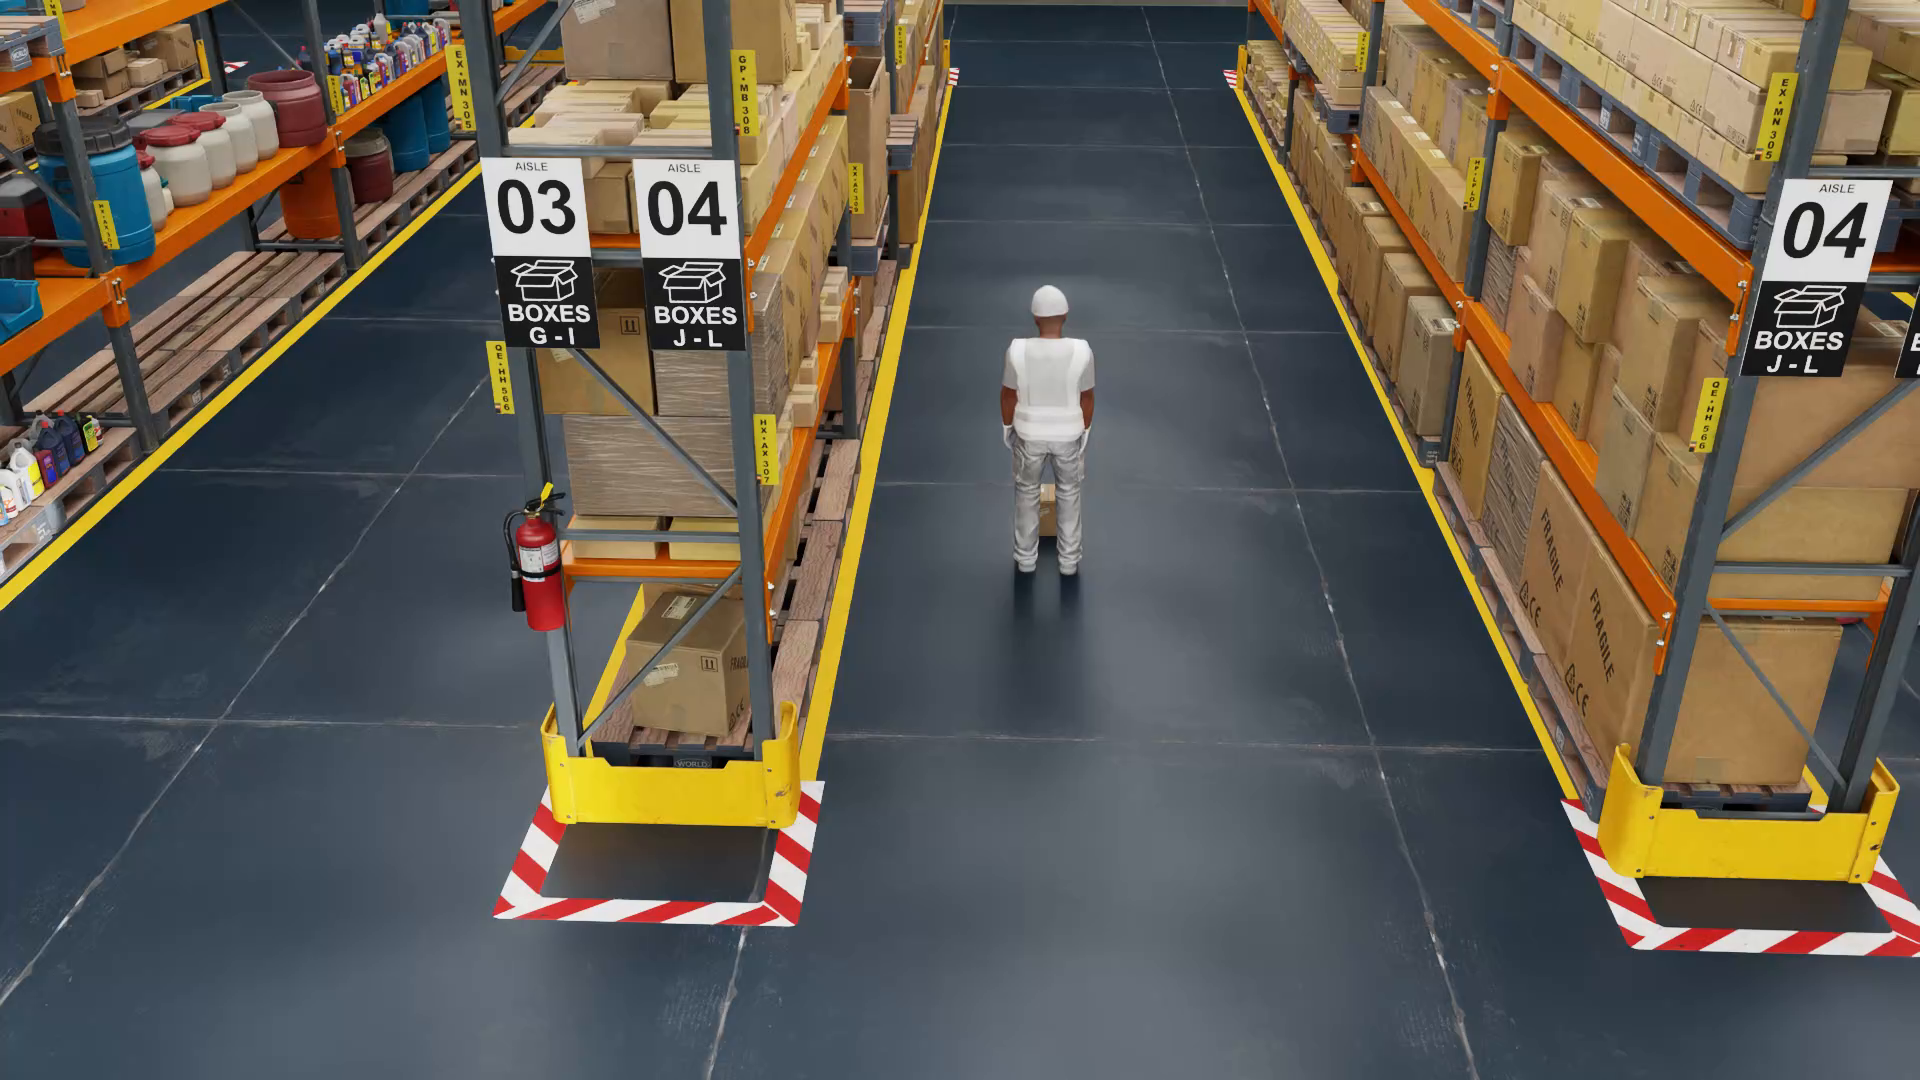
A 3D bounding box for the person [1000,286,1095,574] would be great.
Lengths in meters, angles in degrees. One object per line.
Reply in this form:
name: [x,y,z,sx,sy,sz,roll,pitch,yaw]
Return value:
person: [0.511,-0.639,9.822,0.548,1.778,0.359,2,28,3]
